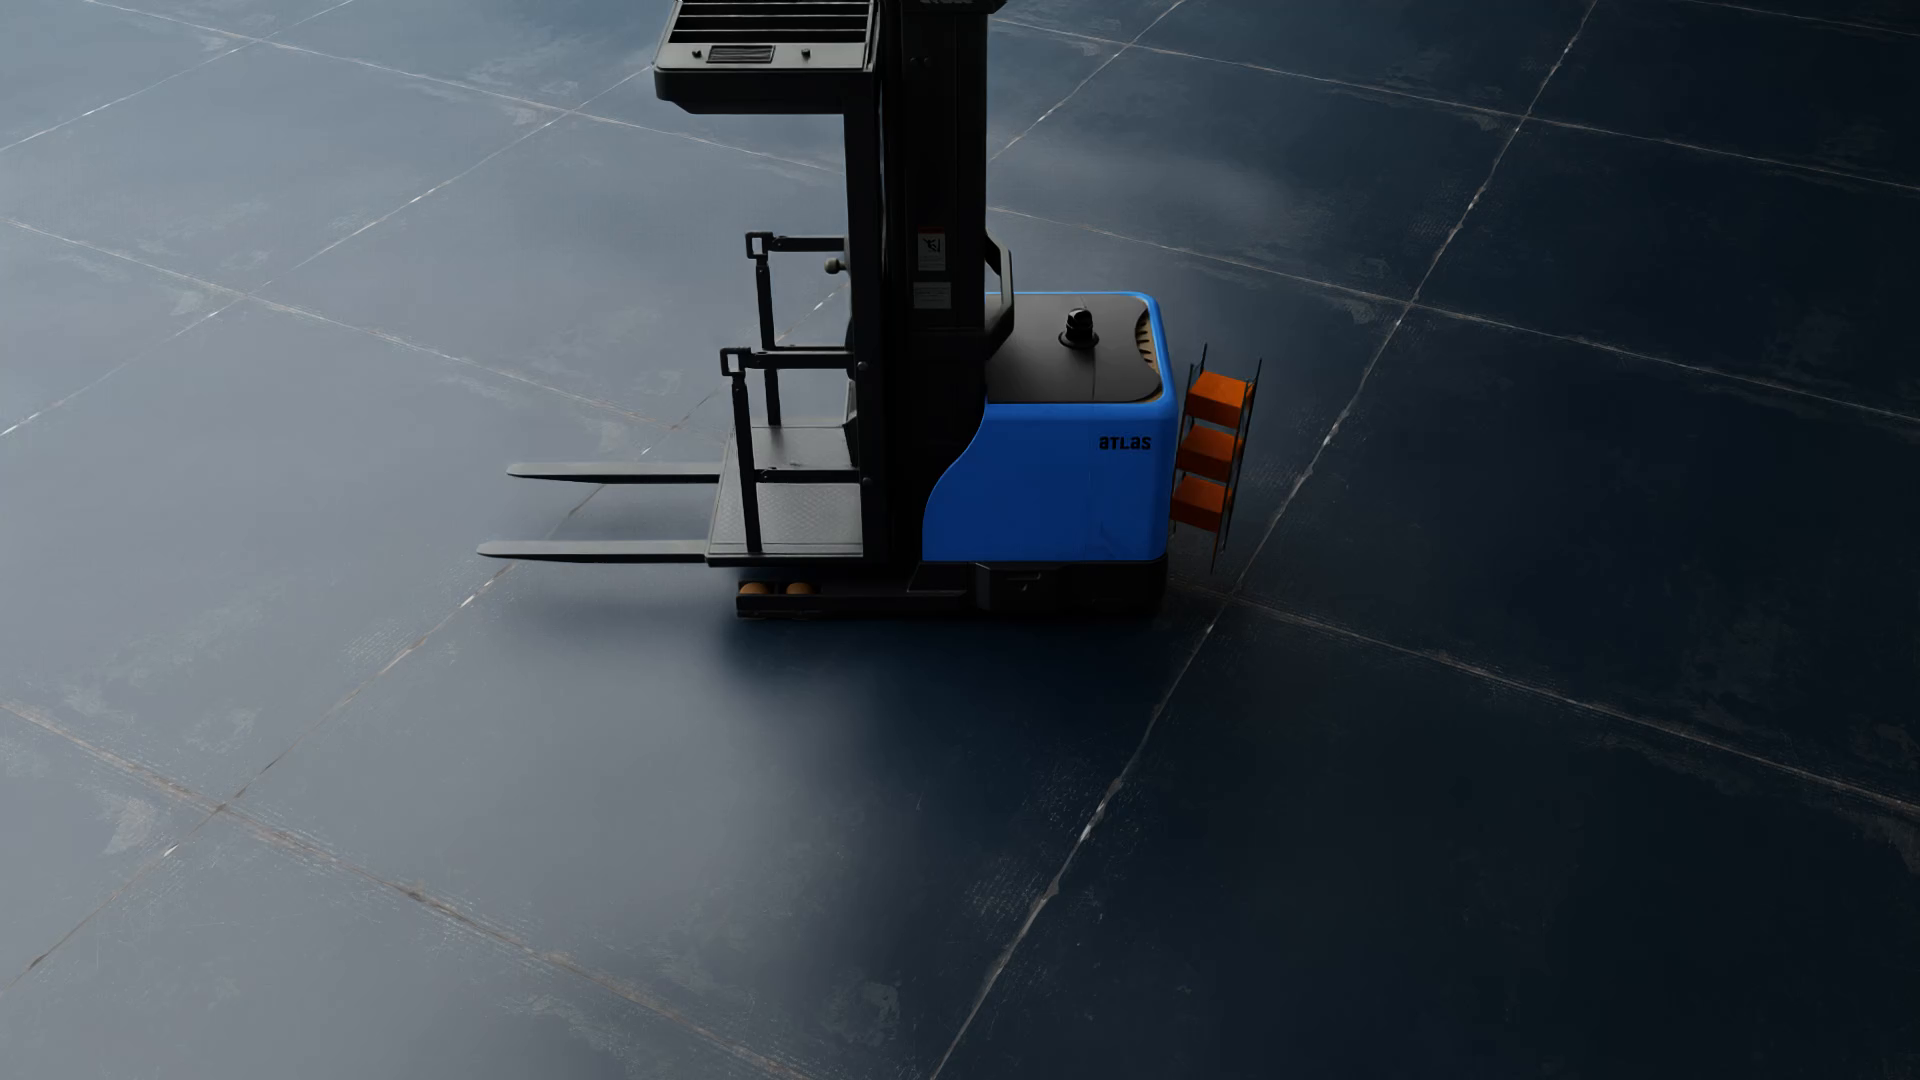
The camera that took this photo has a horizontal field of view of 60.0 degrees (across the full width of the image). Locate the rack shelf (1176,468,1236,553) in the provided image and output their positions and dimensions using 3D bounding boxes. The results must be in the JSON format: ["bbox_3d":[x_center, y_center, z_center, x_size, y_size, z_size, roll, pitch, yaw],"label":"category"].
[{"bbox_3d":[1.095,-0.136,7.534,0.240,0.259,0.215,23,42,27],"label":"rack shelf"}]

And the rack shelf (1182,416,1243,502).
[{"bbox_3d":[1.096,-0.360,7.370,0.240,0.259,0.215,23,42,27],"label":"rack shelf"}]

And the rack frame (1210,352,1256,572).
[{"bbox_3d":[1.197,-0.327,7.307,0.008,1.050,0.200,23,42,27],"label":"rack frame"}]

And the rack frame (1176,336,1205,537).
[{"bbox_3d":[0.996,-0.410,7.419,0.008,1.050,0.200,23,42,27],"label":"rack frame"}]

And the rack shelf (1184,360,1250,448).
[{"bbox_3d":[1.098,-0.589,7.202,0.240,0.259,0.215,23,42,27],"label":"rack shelf"}]

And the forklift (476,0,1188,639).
[{"bbox_3d":[-0.607,-1.084,6.753,3.031,2.935,1.130,-5,37,-6],"label":"forklift"}]

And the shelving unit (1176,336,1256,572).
[{"bbox_3d":[1.096,-0.369,7.363,0.252,1.050,0.215,23,42,27],"label":"shelving unit"}]
